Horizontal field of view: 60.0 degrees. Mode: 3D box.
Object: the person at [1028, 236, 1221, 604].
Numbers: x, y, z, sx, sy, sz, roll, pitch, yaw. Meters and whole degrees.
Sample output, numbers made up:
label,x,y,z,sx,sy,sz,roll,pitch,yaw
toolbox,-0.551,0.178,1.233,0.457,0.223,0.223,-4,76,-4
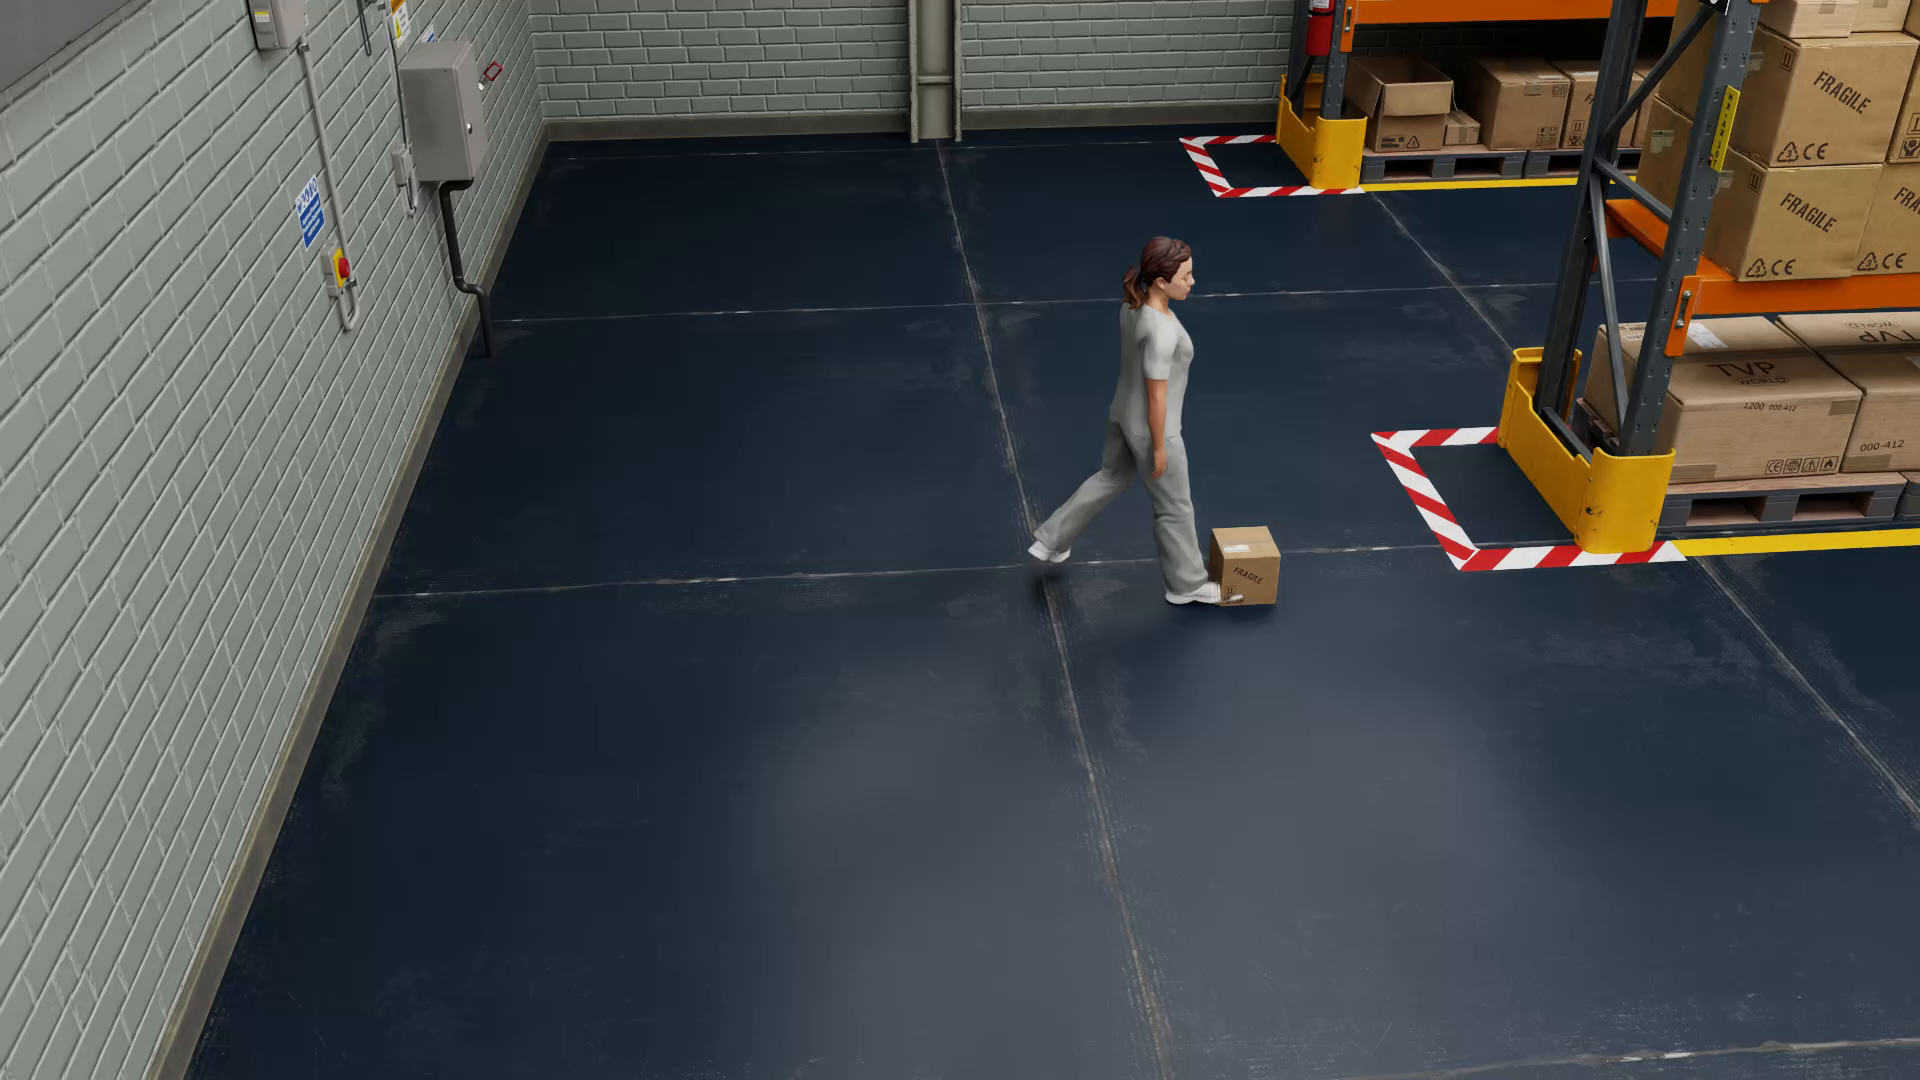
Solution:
label,x,y,z,sx,sy,sz,roll,pitch,yaw
person,0.742,-0.500,6.942,0.858,1.657,0.565,-8,32,-13
